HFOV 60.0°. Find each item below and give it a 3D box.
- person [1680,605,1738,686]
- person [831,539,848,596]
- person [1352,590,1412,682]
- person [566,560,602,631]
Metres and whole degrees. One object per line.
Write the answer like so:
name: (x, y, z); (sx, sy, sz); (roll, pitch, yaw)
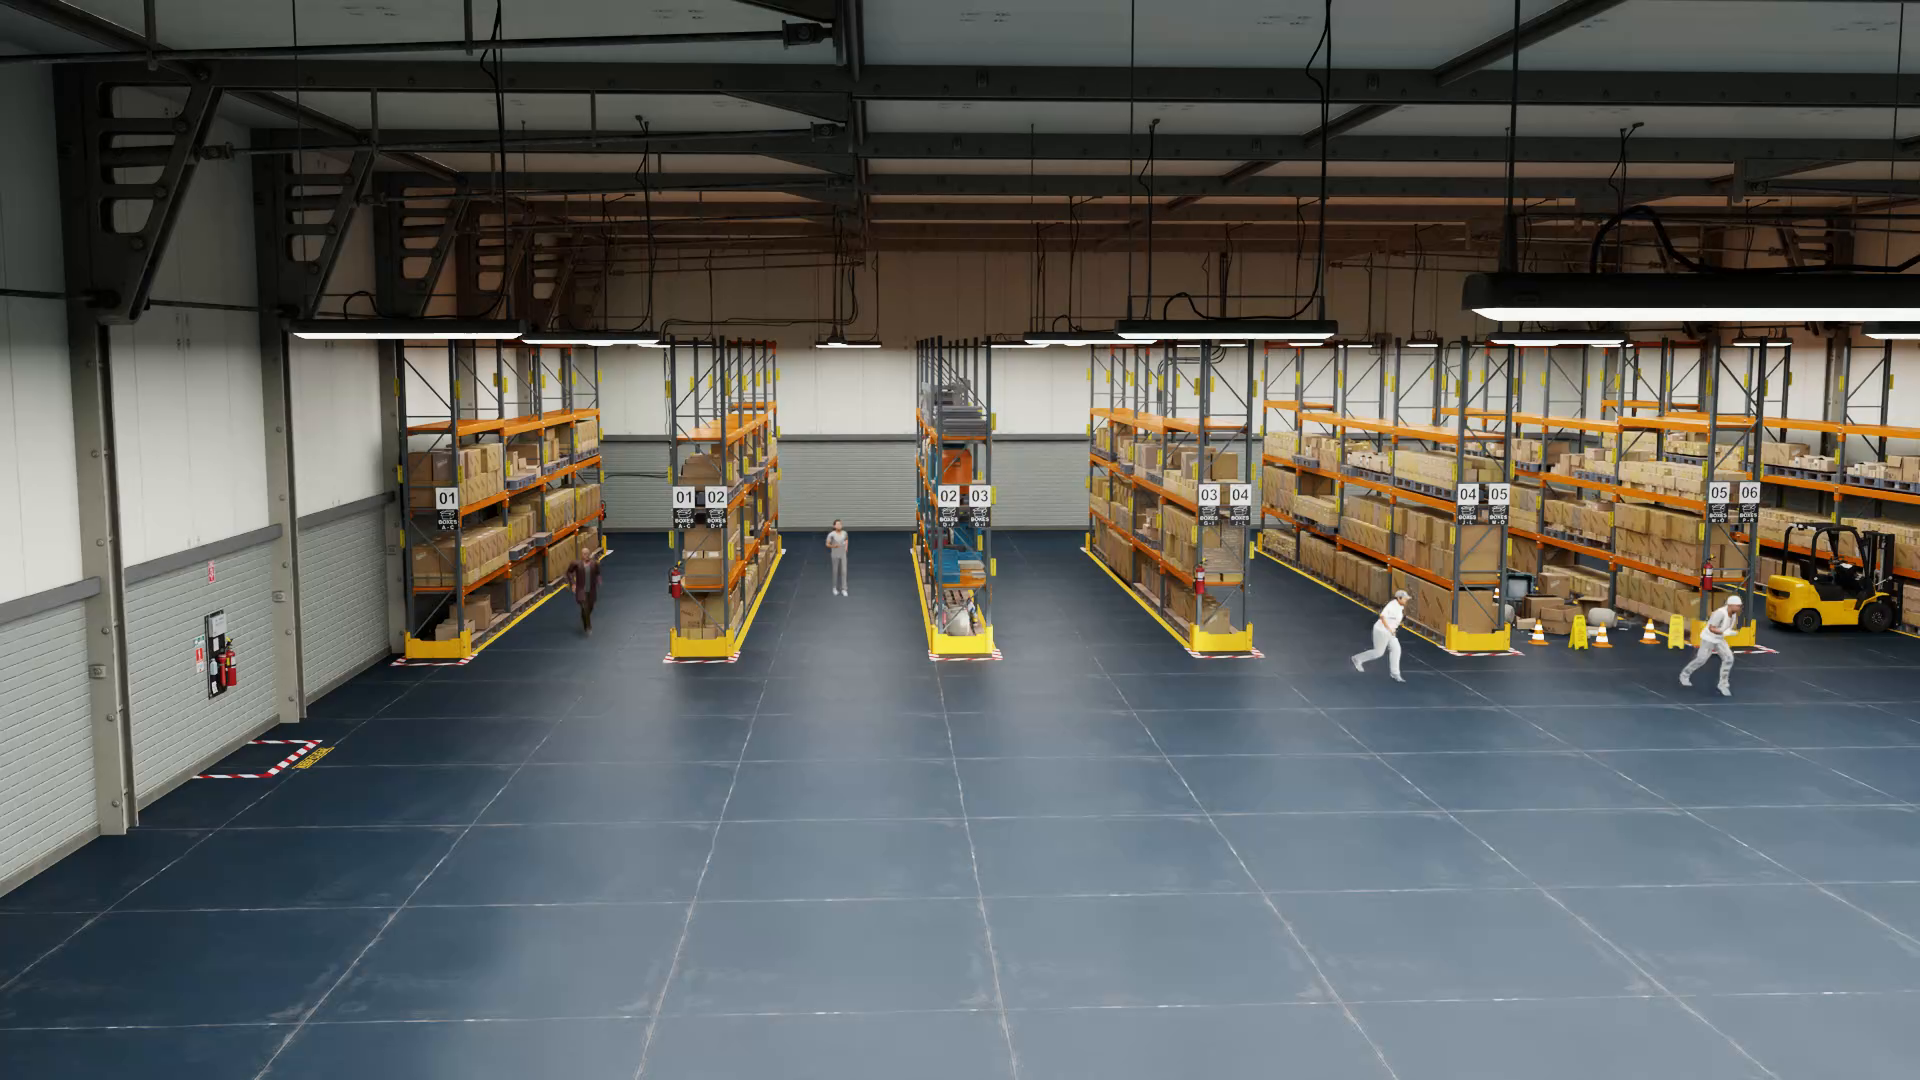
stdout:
person: (12.619, 1.756, 27.933); (0.694, 1.350, 0.978); (-5, 8, -37)
person: (-2.694, 0.602, 36.975); (0.344, 1.297, 0.887); (-2, 7, -19)
person: (7.380, 1.658, 29.113); (1.008, 1.626, 0.596); (3, 7, 26)
person: (-7.639, 1.077, 33.785); (0.693, 1.466, 0.760); (-4, 7, -28)
